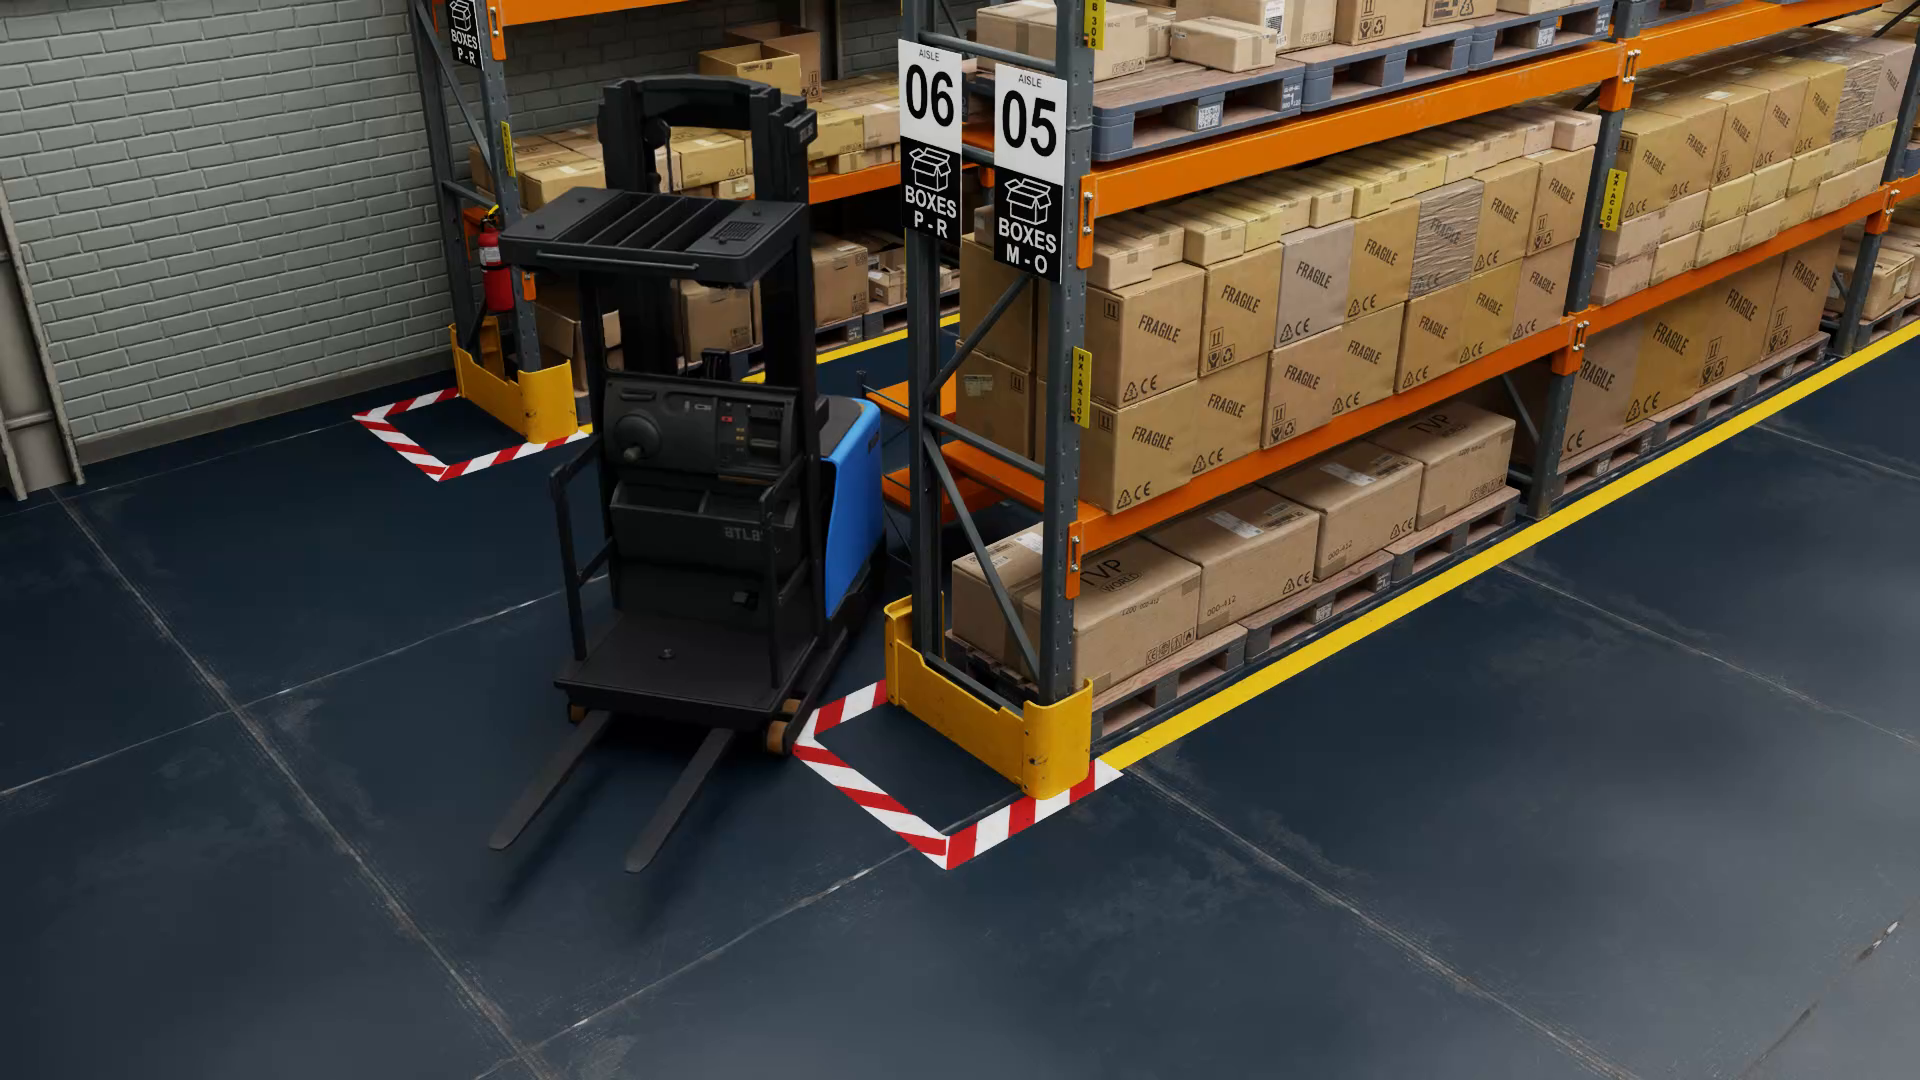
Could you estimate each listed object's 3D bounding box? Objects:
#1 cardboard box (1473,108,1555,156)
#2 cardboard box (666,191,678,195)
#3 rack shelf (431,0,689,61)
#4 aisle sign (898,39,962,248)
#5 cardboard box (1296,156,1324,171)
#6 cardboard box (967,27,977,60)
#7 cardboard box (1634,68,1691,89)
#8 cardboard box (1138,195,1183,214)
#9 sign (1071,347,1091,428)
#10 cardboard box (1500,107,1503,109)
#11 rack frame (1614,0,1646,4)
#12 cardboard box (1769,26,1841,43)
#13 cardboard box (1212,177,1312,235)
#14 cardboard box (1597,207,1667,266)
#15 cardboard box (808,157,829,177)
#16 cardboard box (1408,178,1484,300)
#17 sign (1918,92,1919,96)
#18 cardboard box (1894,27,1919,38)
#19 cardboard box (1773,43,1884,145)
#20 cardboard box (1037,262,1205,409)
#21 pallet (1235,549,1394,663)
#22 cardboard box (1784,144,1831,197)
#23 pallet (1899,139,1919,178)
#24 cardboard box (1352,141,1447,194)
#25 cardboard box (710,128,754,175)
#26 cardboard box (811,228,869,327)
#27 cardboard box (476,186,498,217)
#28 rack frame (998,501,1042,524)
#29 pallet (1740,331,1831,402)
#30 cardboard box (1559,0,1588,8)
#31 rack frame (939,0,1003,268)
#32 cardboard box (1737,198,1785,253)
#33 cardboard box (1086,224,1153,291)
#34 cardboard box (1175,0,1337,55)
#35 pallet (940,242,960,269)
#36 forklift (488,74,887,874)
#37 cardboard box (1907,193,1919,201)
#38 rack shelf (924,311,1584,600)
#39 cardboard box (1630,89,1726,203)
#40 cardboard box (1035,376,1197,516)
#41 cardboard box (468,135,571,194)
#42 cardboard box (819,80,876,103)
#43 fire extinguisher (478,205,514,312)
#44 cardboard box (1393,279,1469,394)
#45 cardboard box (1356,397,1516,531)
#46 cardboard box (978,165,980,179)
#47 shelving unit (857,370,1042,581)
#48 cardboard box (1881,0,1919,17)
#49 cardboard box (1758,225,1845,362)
[{"bbox_3d":[2.877,-2.144,8.725,0.250,0.149,0.380,-21,35,-34],"label":"cardboard box"},{"bbox_3d":[-2.091,-2.312,11.160,0.250,0.149,0.380,-21,34,-33],"label":"cardboard box"},{"bbox_3d":[-1.570,-3.796,11.251,4.000,0.370,1.077,-22,35,-35],"label":"rack shelf"},{"bbox_3d":[-0.123,-1.635,6.869,0.004,0.787,0.394,-22,35,-35],"label":"aisle sign"},{"bbox_3d":[1.596,-1.932,8.327,0.250,0.149,0.380,-22,35,-35],"label":"cardboard box"},{"bbox_3d":[0.465,-3.699,12.937,0.500,0.500,0.700,-21,35,-34],"label":"cardboard box"},{"bbox_3d":[4.140,-2.644,10.348,0.500,0.500,0.500,-21,34,-33],"label":"cardboard box"},{"bbox_3d":[0.813,-1.610,7.725,0.250,0.149,0.380,-21,35,-34],"label":"cardboard box"},{"bbox_3d":[0.488,-0.615,6.716,0.005,0.325,0.100,-22,35,-35],"label":"sign"},{"bbox_3d":[2.767,-2.391,9.186,0.250,0.149,0.380,-22,35,-36],"label":"cardboard box"},{"bbox_3d":[3.176,-4.269,8.191,0.127,3.000,1.000,-22,35,-35],"label":"rack frame"},{"bbox_3d":[5.685,-3.269,11.517,0.500,0.500,0.500,-23,36,-36],"label":"cardboard box"},{"bbox_3d":[1.362,-1.510,7.538,0.250,0.149,0.380,-22,35,-34],"label":"cardboard box"},{"bbox_3d":[3.694,-1.811,9.585,0.500,0.250,0.500,-23,36,-36],"label":"cardboard box"},{"bbox_3d":[-1.156,-2.730,11.942,0.250,0.149,0.380,-21,35,-34],"label":"cardboard box"},{"bbox_3d":[2.224,-1.553,8.307,0.500,0.500,0.500,-21,35,-34],"label":"cardboard box"},{"bbox_3d":[6.582,-3.159,11.251,0.005,0.325,0.100,-22,35,-35],"label":"sign"},{"bbox_3d":[7.103,-3.424,12.107,0.500,0.500,0.500,-20,34,-32],"label":"cardboard box"},{"bbox_3d":[5.610,-2.920,10.864,0.500,0.500,0.500,-21,35,-34],"label":"cardboard box"},{"bbox_3d":[0.683,-0.929,7.139,0.500,0.500,0.500,-23,36,-36],"label":"cardboard box"},{"bbox_3d":[1.618,0.187,9.177,1.213,0.211,1.003,-22,35,-35],"label":"pallet"},{"bbox_3d":[5.251,-2.440,10.761,0.500,0.250,0.500,-23,36,-36],"label":"cardboard box"},{"bbox_3d":[6.692,-3.018,12.419,1.003,0.211,1.213,-22,35,-35],"label":"pallet"},{"bbox_3d":[2.135,-1.817,8.113,0.250,0.149,0.380,-23,36,-36],"label":"cardboard box"},{"bbox_3d":[-1.430,-2.760,11.576,0.500,0.250,0.500,-23,36,-36],"label":"cardboard box"},{"bbox_3d":[-1.100,-1.979,12.477,0.500,0.500,0.700,-23,36,-37],"label":"cardboard box"},{"bbox_3d":[-3.014,-2.265,11.072,0.250,0.149,0.380,-22,35,-35],"label":"cardboard box"},{"bbox_3d":[0.382,-0.650,9.772,0.032,1.125,0.500,-22,35,-35],"label":"rack frame"},{"bbox_3d":[5.570,-1.403,12.151,1.213,0.211,1.003,-22,35,-35],"label":"pallet"},{"bbox_3d":[2.898,-2.806,8.226,0.258,0.266,0.396,-21,34,-33],"label":"cardboard box"},{"bbox_3d":[-0.049,-3.402,12.933,0.127,3.000,1.000,-22,35,-35],"label":"rack frame"},{"bbox_3d":[4.861,-2.056,10.575,0.500,0.250,0.500,-23,35,-36],"label":"cardboard box"},{"bbox_3d":[0.583,-1.180,6.920,0.250,0.149,0.380,-21,35,-34],"label":"cardboard box"},{"bbox_3d":[1.304,-2.352,7.330,0.500,0.311,0.500,-21,35,-34],"label":"cardboard box"},{"bbox_3d":[0.546,-2.434,14.081,1.213,0.211,1.003,-22,35,-35],"label":"pallet"},{"bbox_3d":[-1.264,-0.475,7.529,1.130,2.935,3.031,7,29,12],"label":"forklift"},{"bbox_3d":[8.320,-2.714,13.989,0.625,0.372,0.950,-19,34,-32],"label":"cardboard box"},{"bbox_3d":[1.654,-0.694,8.629,4.000,0.370,1.077,-22,35,-35],"label":"rack shelf"},{"bbox_3d":[4.066,-2.305,9.714,0.500,0.500,0.500,-22,35,-35],"label":"cardboard box"},{"bbox_3d":[0.684,-0.487,7.373,0.500,0.500,0.500,-22,35,-35],"label":"cardboard box"},{"bbox_3d":[-2.914,-2.479,11.050,0.500,0.250,0.500,-21,34,-34],"label":"cardboard box"},{"bbox_3d":[-0.978,-3.256,12.504,0.500,0.250,0.500,-22,35,-35],"label":"cardboard box"},{"bbox_3d":[-2.904,-1.769,10.355,0.183,0.674,0.296,-22,35,-35],"label":"fire extinguisher"},{"bbox_3d":[2.228,-1.115,8.548,0.500,0.500,0.500,-23,35,-36],"label":"cardboard box"},{"bbox_3d":[2.629,-0.525,9.822,0.875,0.438,0.875,-22,35,-36],"label":"cardboard box"},{"bbox_3d":[0.358,-2.938,13.268,0.250,0.149,0.380,-23,35,-36],"label":"cardboard box"},{"bbox_3d":[-0.005,-0.494,9.481,1.048,1.125,0.538,-22,35,-35],"label":"shelving unit"},{"bbox_3d":[7.280,-4.095,12.675,0.250,0.149,0.380,-24,36,-37],"label":"cardboard box"},{"bbox_3d":[5.639,-1.913,11.957,0.875,0.875,0.875,-22,35,-35],"label":"cardboard box"}]
